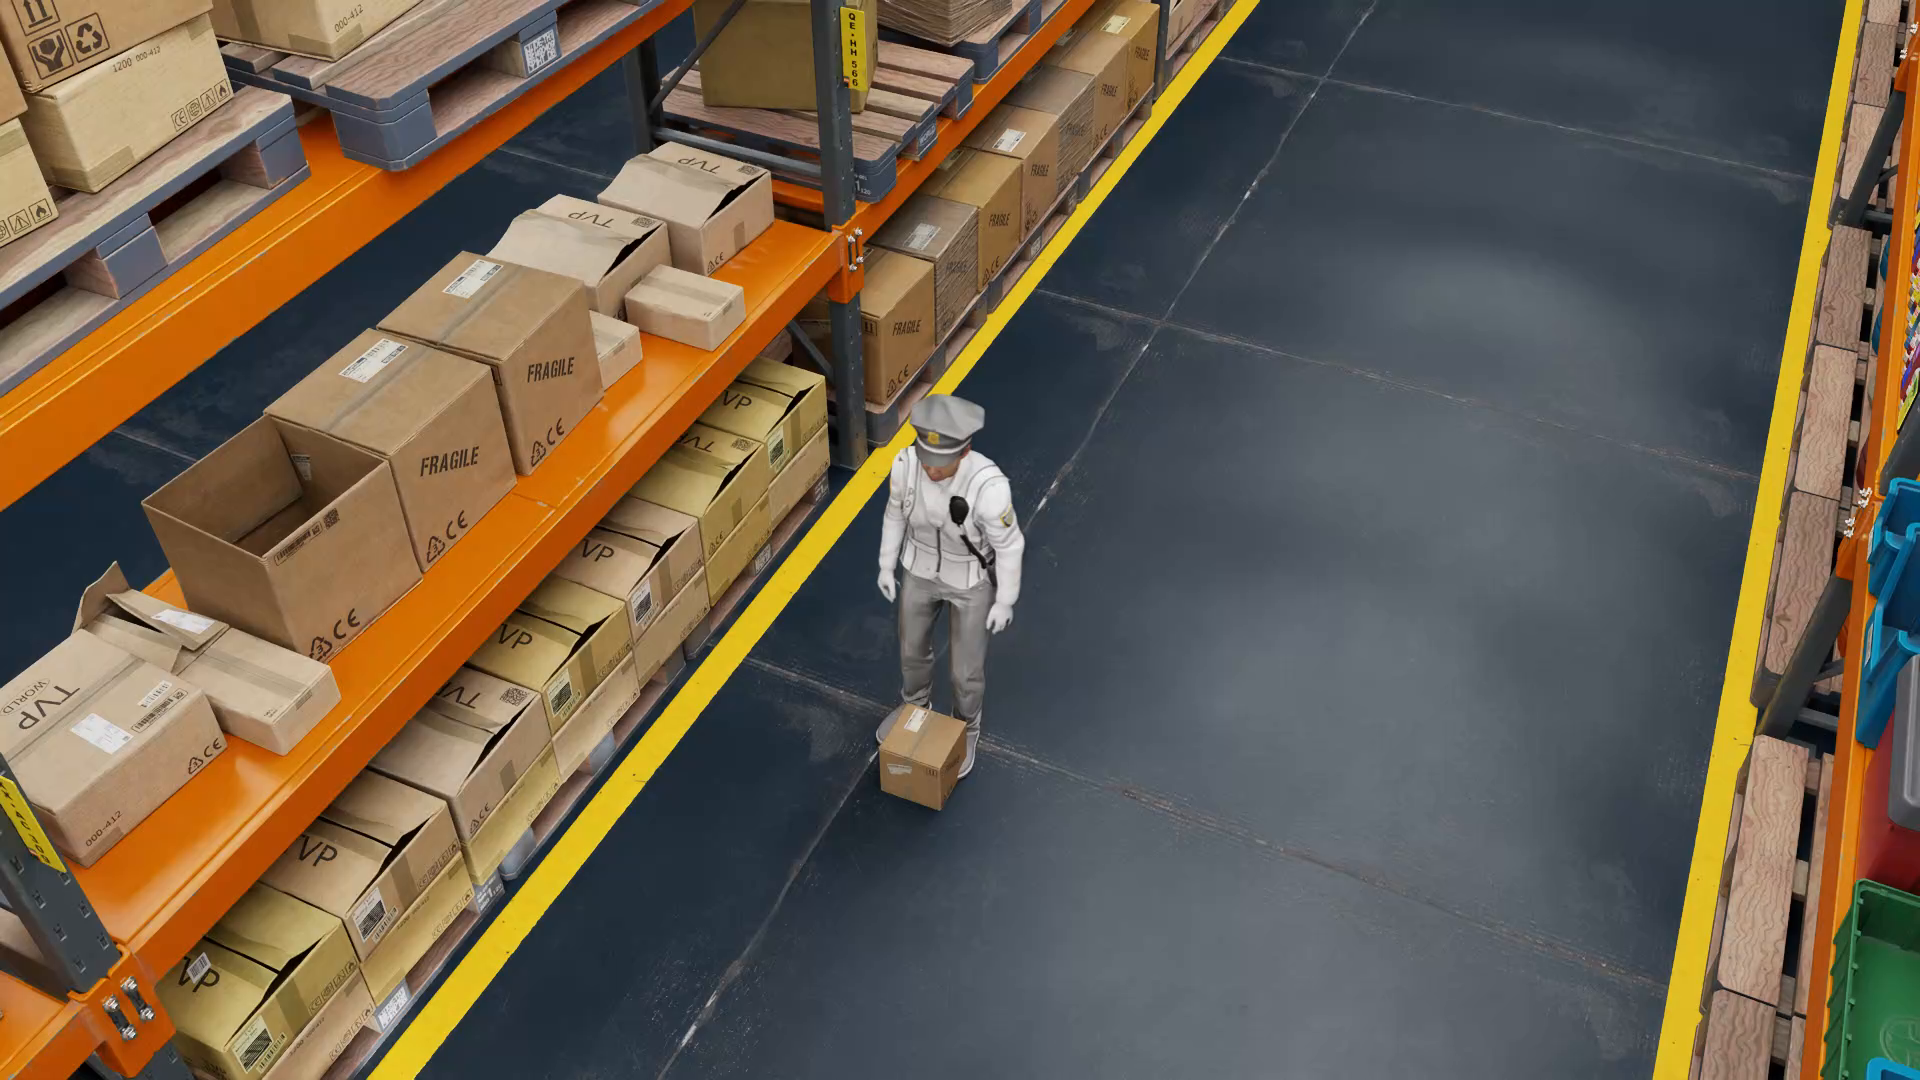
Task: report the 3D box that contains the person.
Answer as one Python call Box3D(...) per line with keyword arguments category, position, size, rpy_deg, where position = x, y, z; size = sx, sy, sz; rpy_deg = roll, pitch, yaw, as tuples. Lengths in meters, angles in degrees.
Box3D(category="person", position=(-0.047, 0.163, 5.978), size=(0.538, 1.663, 0.405), rpy_deg=(17, 45, 18))
